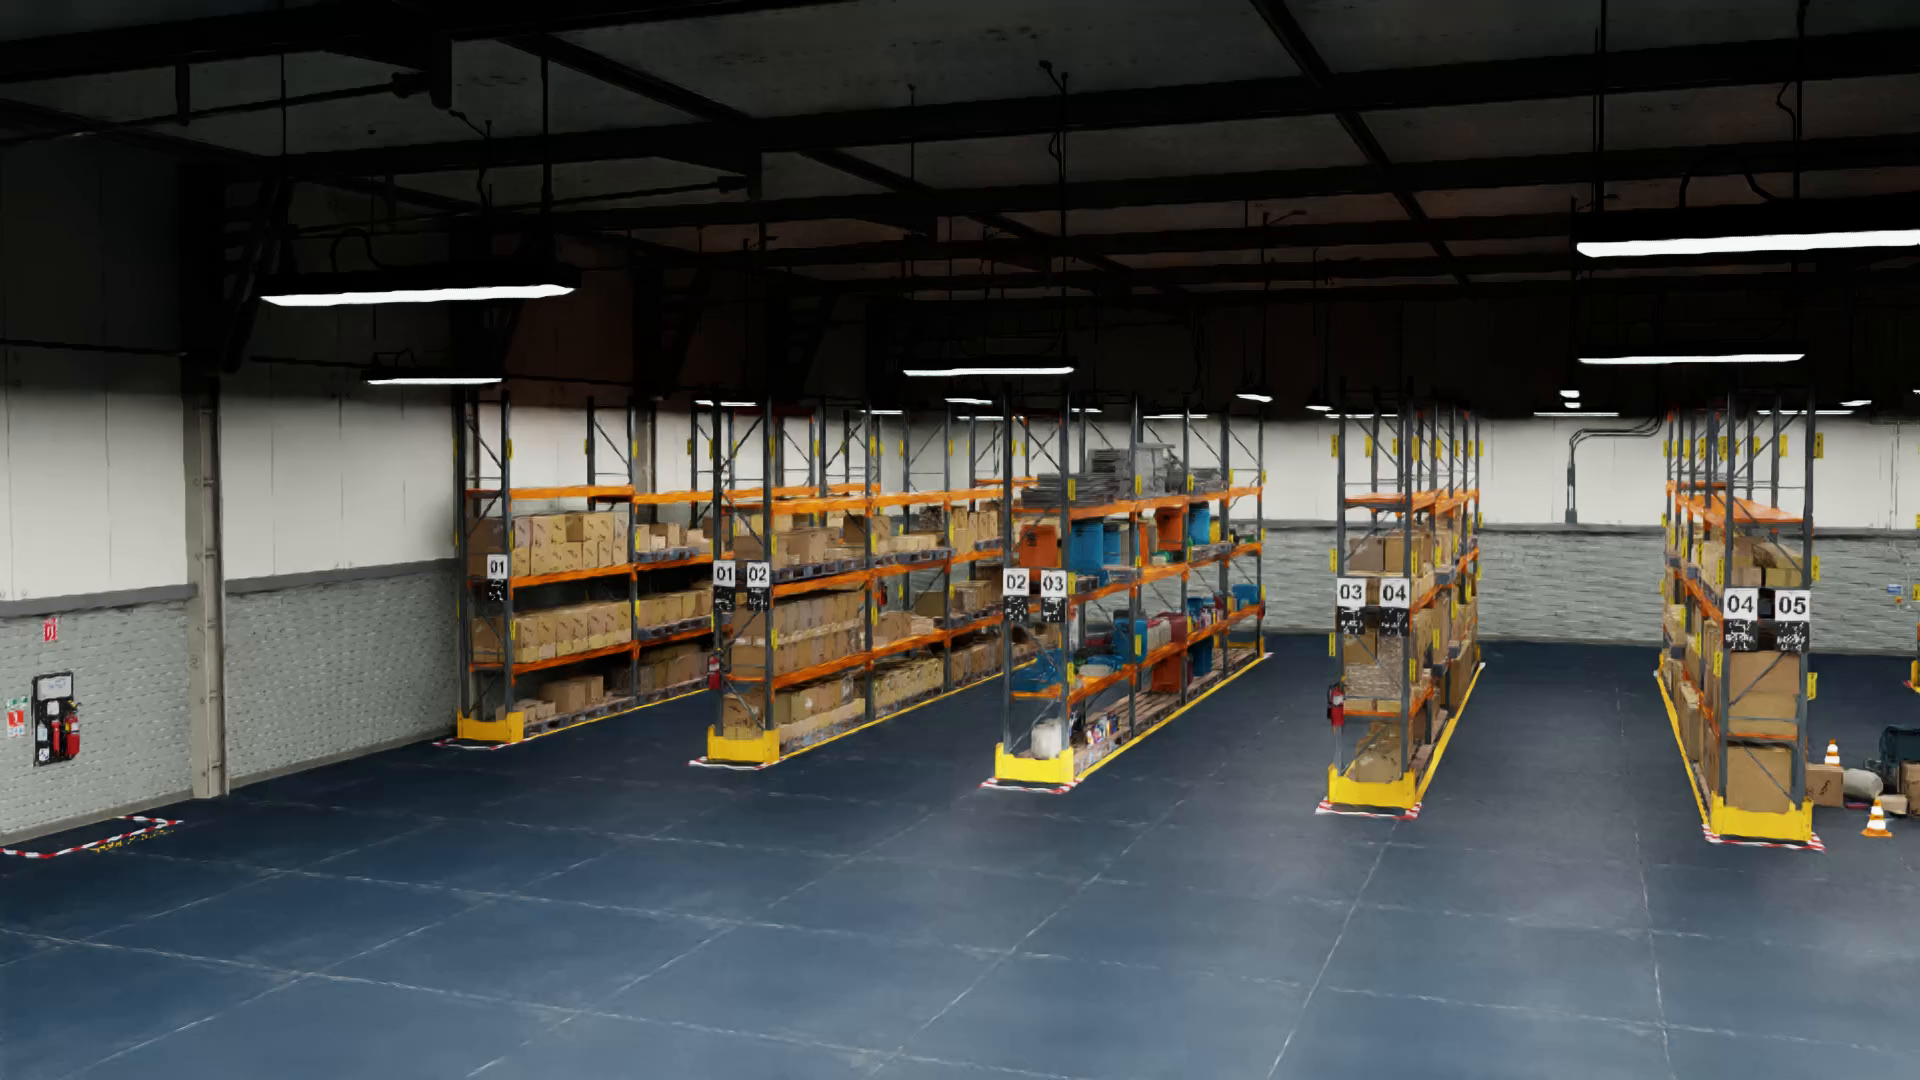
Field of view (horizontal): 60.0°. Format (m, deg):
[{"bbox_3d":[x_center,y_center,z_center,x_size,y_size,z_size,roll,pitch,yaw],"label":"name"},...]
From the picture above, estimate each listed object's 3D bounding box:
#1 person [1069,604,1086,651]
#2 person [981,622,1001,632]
[{"bbox_3d":[2.437,2.172,35.641,0.567,1.736,1.044,1,3,20],"label":"person"},{"bbox_3d":[0.826,1.739,43.755,0.575,1.689,1.128,1,3,18],"label":"person"}]
